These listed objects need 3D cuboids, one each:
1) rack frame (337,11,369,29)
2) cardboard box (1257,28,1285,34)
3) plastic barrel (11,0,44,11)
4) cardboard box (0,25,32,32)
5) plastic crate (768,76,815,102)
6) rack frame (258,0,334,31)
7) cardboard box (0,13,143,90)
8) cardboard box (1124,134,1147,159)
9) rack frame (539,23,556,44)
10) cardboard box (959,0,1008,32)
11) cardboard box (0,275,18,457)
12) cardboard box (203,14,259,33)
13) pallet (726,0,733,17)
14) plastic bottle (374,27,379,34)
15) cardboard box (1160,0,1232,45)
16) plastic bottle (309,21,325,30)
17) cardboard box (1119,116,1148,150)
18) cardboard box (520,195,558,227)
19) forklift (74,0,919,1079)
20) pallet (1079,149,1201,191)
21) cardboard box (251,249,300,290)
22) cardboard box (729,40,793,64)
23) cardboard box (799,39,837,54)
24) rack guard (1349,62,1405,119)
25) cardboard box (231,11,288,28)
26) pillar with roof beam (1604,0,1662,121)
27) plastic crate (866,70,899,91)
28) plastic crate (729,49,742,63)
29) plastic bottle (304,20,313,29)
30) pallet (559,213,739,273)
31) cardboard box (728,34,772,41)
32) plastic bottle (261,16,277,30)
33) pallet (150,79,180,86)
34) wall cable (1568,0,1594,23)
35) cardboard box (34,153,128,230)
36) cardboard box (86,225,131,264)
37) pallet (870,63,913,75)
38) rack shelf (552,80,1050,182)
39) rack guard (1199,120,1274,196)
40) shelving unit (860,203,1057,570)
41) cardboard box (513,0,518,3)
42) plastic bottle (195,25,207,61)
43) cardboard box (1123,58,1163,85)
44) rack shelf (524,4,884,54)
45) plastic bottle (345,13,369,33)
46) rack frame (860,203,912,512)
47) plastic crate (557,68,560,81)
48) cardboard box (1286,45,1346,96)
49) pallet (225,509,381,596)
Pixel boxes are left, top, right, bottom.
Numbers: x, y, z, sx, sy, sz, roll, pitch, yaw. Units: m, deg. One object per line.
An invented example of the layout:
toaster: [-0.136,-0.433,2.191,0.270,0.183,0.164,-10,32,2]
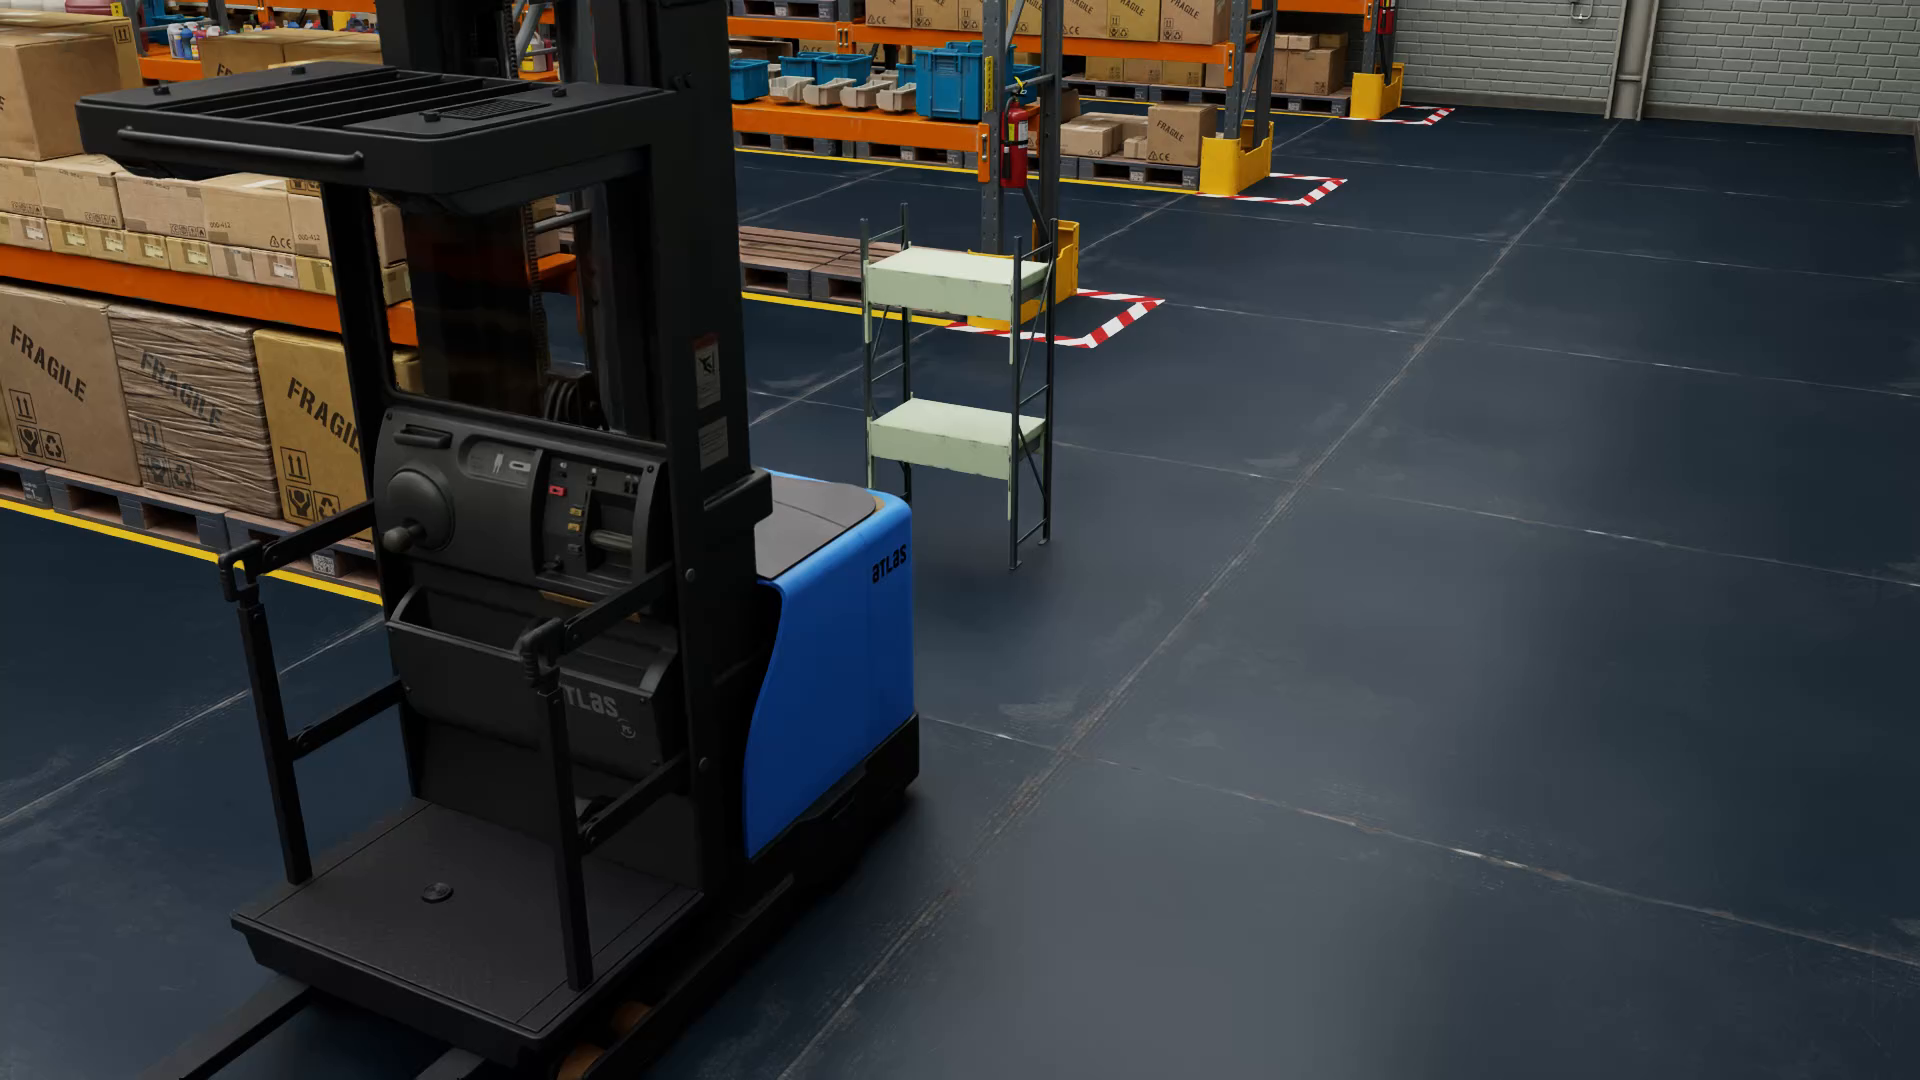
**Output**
rack frame: [-9.391,-9.272,25.720,0.127,3.000,1.000,11,25,25]
cardboard box: [3.744,-6.058,19.992,0.250,0.149,0.380,11,26,25]
plastic barrel: [-8.113,-4.632,14.667,0.421,0.512,0.421,0,23,0]
cardboard box: [-4.639,-2.113,7.739,0.500,0.500,0.500,11,25,25]
plastic crate: [-1.176,-3.117,11.506,0.250,0.136,0.298,11,25,25]
rack frame: [-8.054,-6.835,19.989,0.127,3.000,1.000,11,25,25]
cardboard box: [-4.411,-2.299,8.175,0.500,0.500,0.500,11,26,25]
cardboard box: [1.738,-3.728,15.741,0.250,0.166,0.380,11,25,25]
rack frame: [-5.822,-8.566,24.059,0.127,3.000,1.000,11,25,25]
cardboard box: [0.322,-5.105,15.793,0.500,0.500,0.500,11,25,24]
cardboard box: [-4.834,-1.034,8.528,0.875,0.875,0.875,11,25,25]
cardboard box: [-9.007,-6.206,20.529,0.500,0.500,0.500,11,25,25]
pallet: [-2.746,-5.699,17.562,1.213,0.211,1.003,11,25,25]
plastic bottle: [-4.757,-4.067,13.645,0.097,0.271,0.097,0,23,0]
cardboard box: [2.133,-4.746,14.950,0.500,0.500,0.500,12,26,26]
plastic bottle: [-5.155,-3.990,13.362,0.185,0.351,0.144,11,25,25]
cardboard box: [1.852,-3.937,16.125,0.500,0.250,0.500,11,25,25]
cardboard box: [-2.124,-1.504,7.265,0.500,0.250,0.500,10,25,23]
forklift: [-1.271,-0.078,4.188,1.130,2.935,3.031,12,26,25]
pallet: [1.876,-3.587,15.915,1.213,0.211,1.003,11,25,25]
cardboard box: [-2.741,-1.180,7.012,0.250,0.149,0.380,11,26,25]
cardboard box: [-2.128,-5.167,17.740,0.500,0.250,0.500,11,26,25]
cardboard box: [-1.655,-6.888,22.324,0.750,0.750,0.750,11,25,24]
rack guard: [4.909,-5.292,19.556,0.348,0.500,1.175,11,25,25]
cardboard box: [-8.776,-6.385,20.949,0.500,0.500,0.500,11,25,25]
pillar with roof beam: [5.745,-7.529,13.956,0.400,9.000,9.100,11,25,25]
plastic crate: [-0.509,-3.257,11.836,0.298,0.136,0.250,11,25,25]
plastic crate: [-1.873,-3.332,11.828,0.530,0.282,0.437,11,25,25]
plastic bottle: [-5.520,-4.282,14.149,0.097,0.271,0.097,0,23,0]
pallet: [-2.479,-2.294,12.874,1.213,0.211,1.003,11,25,25]
cardboard box: [-2.918,-7.021,23.058,0.500,0.500,0.700,12,26,25]
plastic bottle: [-5.963,-4.383,14.372,0.133,0.283,0.061,11,25,25]
pallet: [-9.837,-5.922,21.405,1.213,0.211,1.003,11,25,25]
wall cable: [6.457,-7.019,19.123,1.851,1.984,0.084,11,25,25]
cardboard box: [-3.743,-1.588,7.462,0.500,0.250,0.500,11,26,25]
cardboard box: [-3.648,-1.359,7.434,0.250,0.149,0.380,12,26,26]
pallet: [-0.498,-6.195,22.047,1.213,0.211,1.003,11,25,25]
rack shelf: [-1.368,-3.009,11.912,4.000,0.370,1.077,11,25,25]
rack guard: [2.588,-3.579,15.528,0.348,0.500,1.175,11,25,25]
shelving unit: [-0.006,-0.691,7.459,0.755,1.500,0.431,11,25,25]
cardboard box: [-4.789,-6.167,18.533,0.500,0.311,0.500,13,26,28]
plastic bottle: [-6.209,-4.083,13.666,0.133,0.283,0.061,11,25,25]
cardboard box: [2.386,-5.938,20.538,0.500,0.500,0.700,11,25,24]
rack shelf: [-2.699,-5.445,17.639,4.000,0.370,1.077,11,25,25]
plastic bottle: [-5.025,-4.210,13.879,0.185,0.351,0.144,11,25,25]
rack frame: [-0.333,-0.756,7.611,0.023,1.500,0.400,11,25,25]
plastic crate: [-2.802,-3.467,12.331,0.243,0.136,0.396,11,25,25]
cardboard box: [4.217,-5.579,19.692,0.500,0.500,0.700,11,25,25]
pallet: [-2.566,-0.088,7.686,1.213,0.211,1.003,11,25,25]
